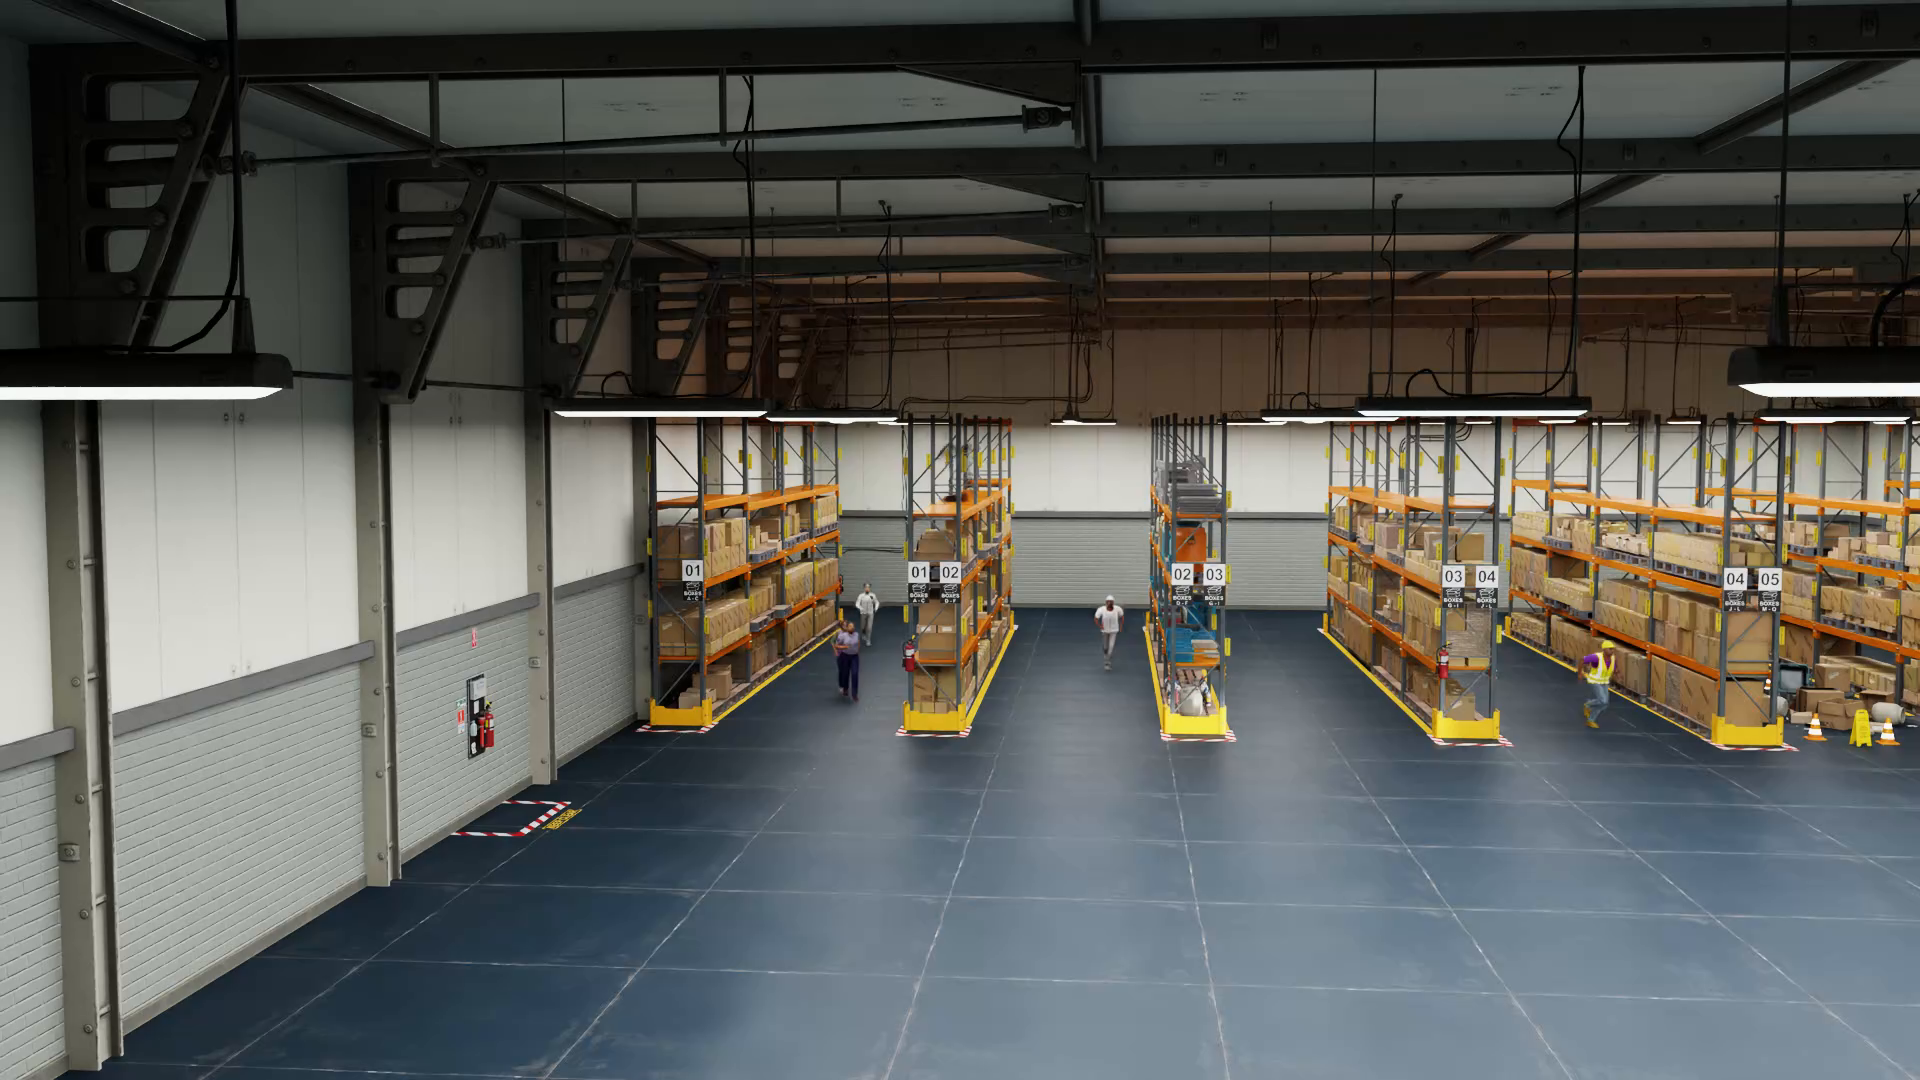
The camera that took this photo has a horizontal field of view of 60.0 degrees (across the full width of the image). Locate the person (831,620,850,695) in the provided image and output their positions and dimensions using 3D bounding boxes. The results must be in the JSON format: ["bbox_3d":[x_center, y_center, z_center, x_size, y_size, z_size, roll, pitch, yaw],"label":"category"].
[{"bbox_3d":[-2.500,2.532,35.815,0.527,1.626,0.591,-1,4,-13],"label":"person"}]

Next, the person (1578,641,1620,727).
[{"bbox_3d":[12.230,2.754,31.692,0.684,1.681,0.712,-2,4,-26],"label":"person"}]

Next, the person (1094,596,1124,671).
[{"bbox_3d":[3.559,2.186,39.676,0.726,1.755,0.958,0,4,4],"label":"person"}]

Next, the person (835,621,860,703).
[{"bbox_3d":[-2.355,2.551,35.042,0.582,1.697,0.826,-1,4,-14],"label":"person"}]

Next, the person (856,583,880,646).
[{"bbox_3d":[-2.433,1.942,43.860,0.625,1.654,0.724,0,4,-3],"label":"person"}]
